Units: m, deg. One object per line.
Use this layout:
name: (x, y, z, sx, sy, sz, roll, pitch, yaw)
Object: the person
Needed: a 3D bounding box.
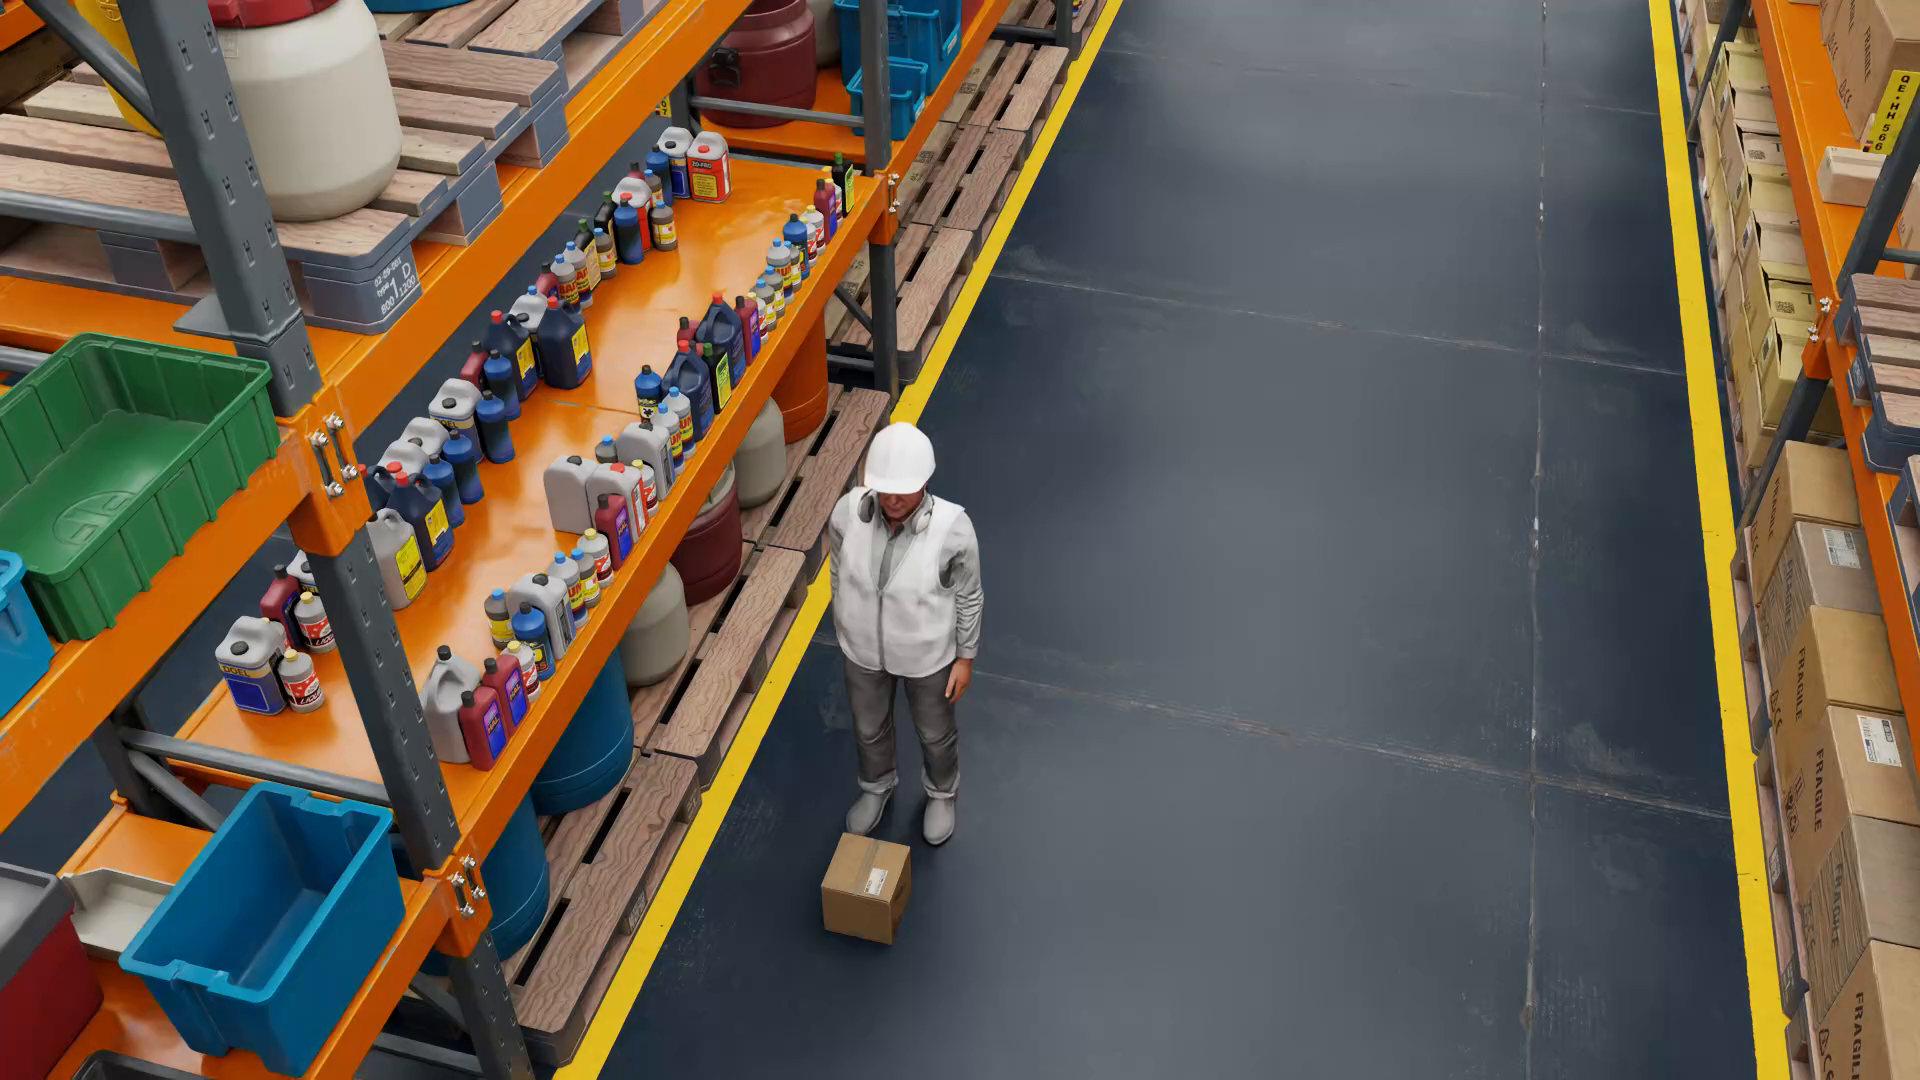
person: (-0.193, 0.359, 5.722, 0.542, 1.776, 0.367, 11, 42, 12)
